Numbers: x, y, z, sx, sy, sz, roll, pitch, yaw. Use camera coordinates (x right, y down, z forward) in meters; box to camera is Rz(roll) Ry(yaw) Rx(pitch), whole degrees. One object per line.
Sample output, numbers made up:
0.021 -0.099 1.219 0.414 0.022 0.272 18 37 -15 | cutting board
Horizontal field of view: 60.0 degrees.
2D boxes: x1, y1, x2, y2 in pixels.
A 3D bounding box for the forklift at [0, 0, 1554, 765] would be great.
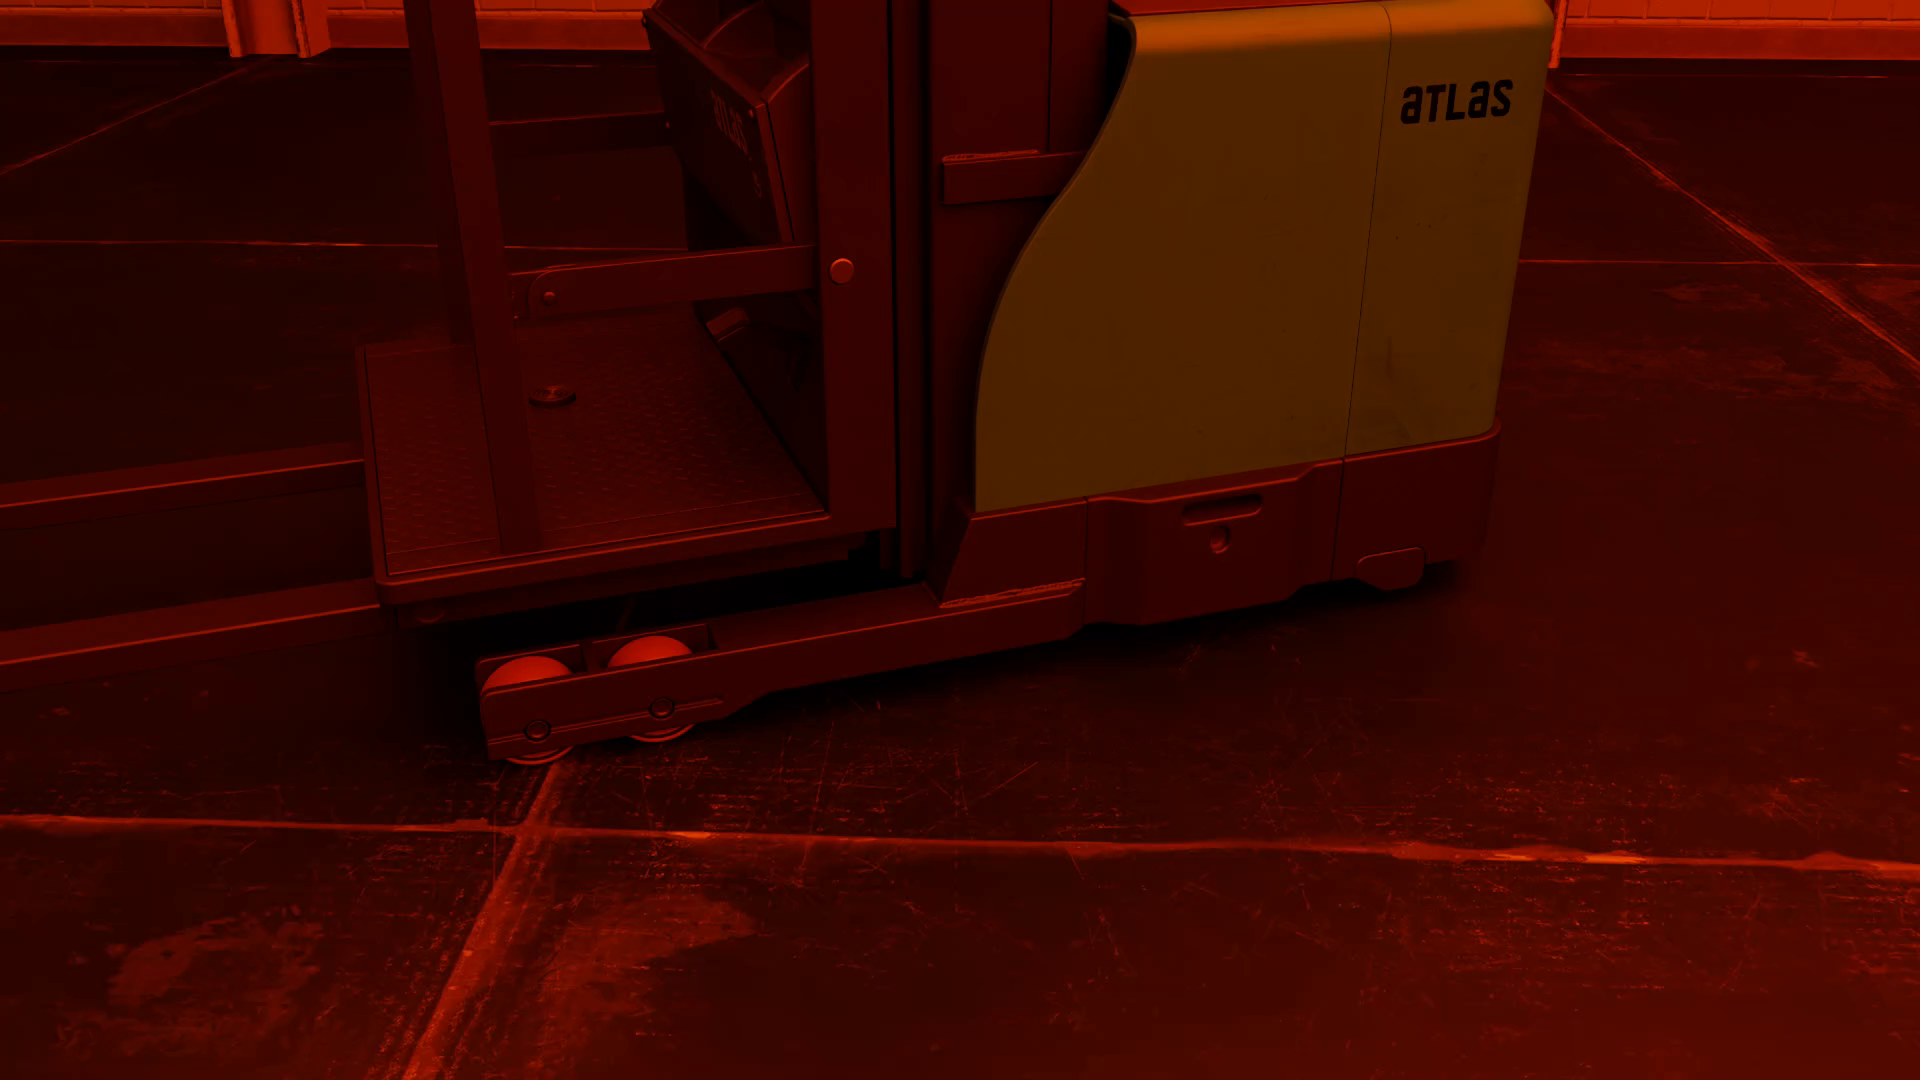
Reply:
-0.573 -1.224 2.502 3.031 2.935 1.130 -9 28 -17 | forklift
